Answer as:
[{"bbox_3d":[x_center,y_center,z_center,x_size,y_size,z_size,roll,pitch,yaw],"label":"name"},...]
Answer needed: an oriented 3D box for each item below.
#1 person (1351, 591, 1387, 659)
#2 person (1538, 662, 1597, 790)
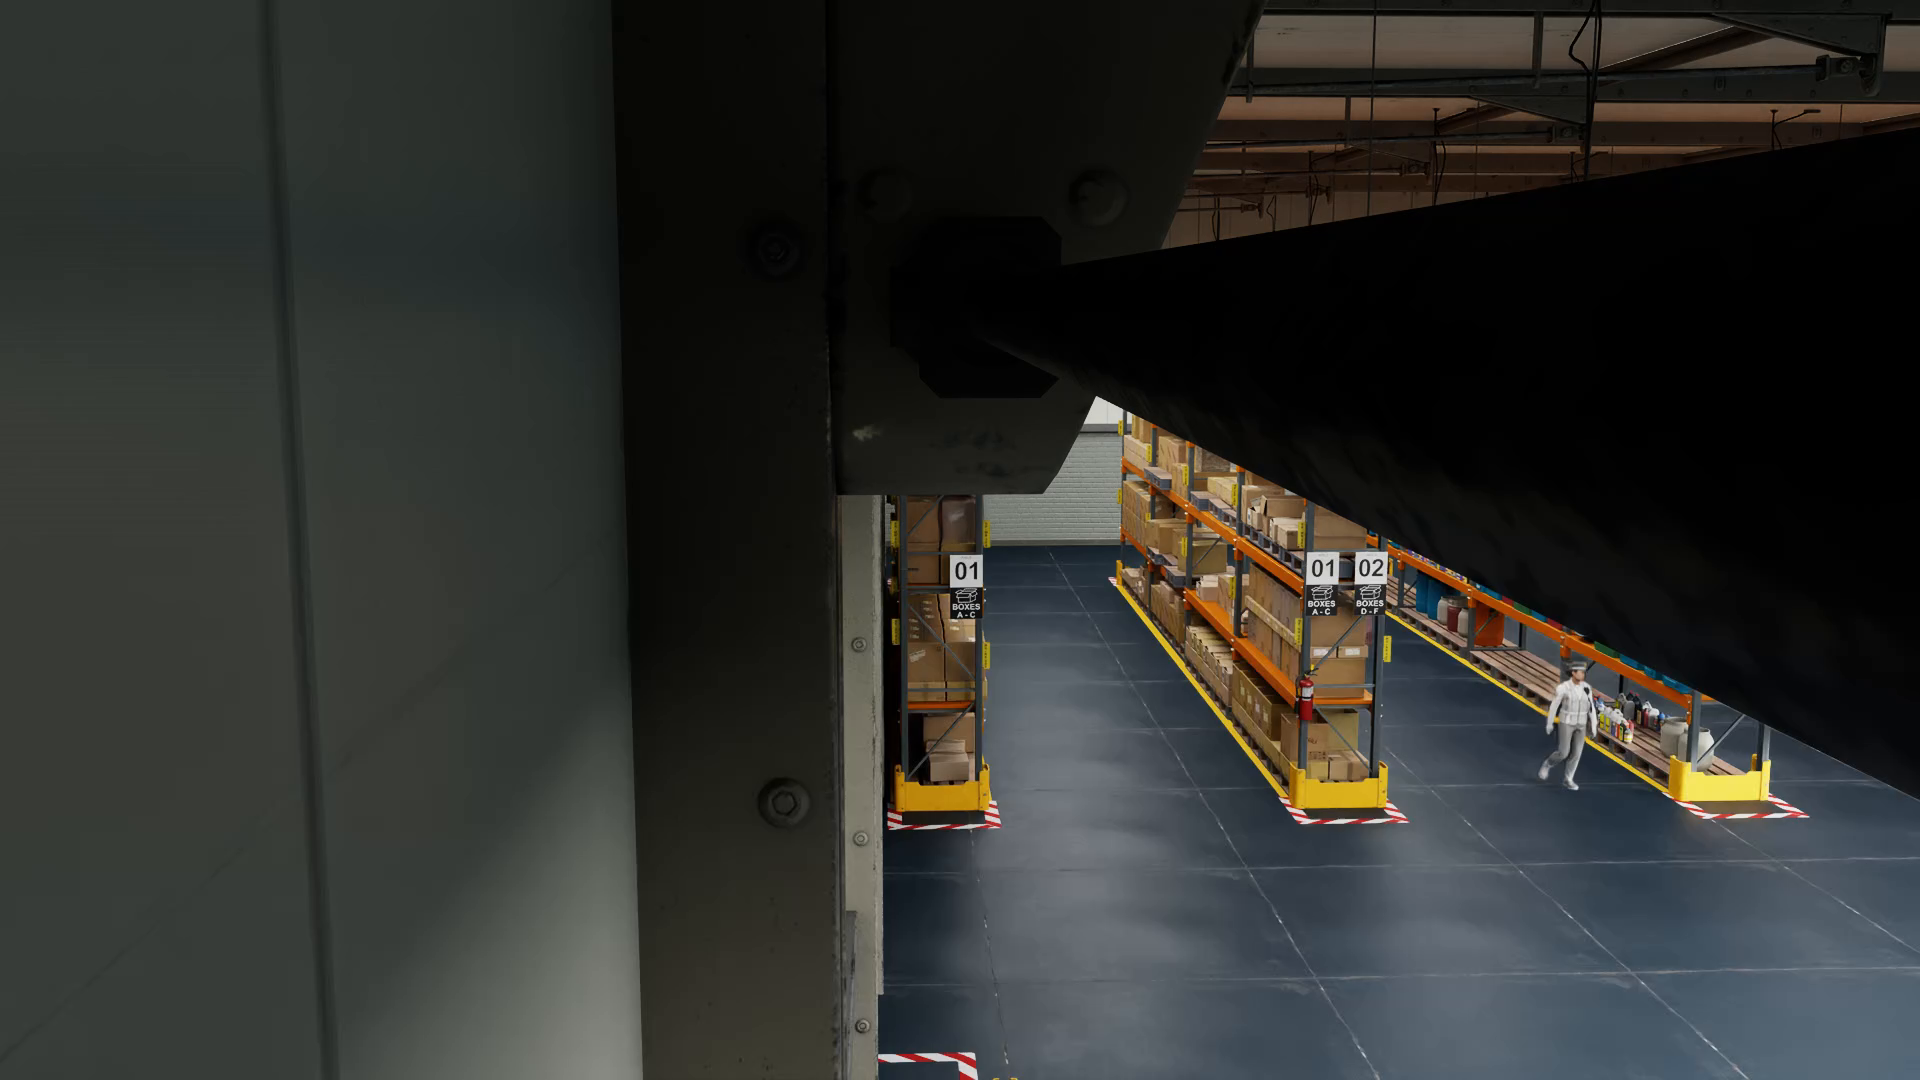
[{"bbox_3d":[7.128,1.265,28.868,0.577,1.647,0.635,0,8,-3],"label":"person"},{"bbox_3d":[7.818,2.359,21.381,0.594,1.667,0.542,-1,9,-10],"label":"person"}]
